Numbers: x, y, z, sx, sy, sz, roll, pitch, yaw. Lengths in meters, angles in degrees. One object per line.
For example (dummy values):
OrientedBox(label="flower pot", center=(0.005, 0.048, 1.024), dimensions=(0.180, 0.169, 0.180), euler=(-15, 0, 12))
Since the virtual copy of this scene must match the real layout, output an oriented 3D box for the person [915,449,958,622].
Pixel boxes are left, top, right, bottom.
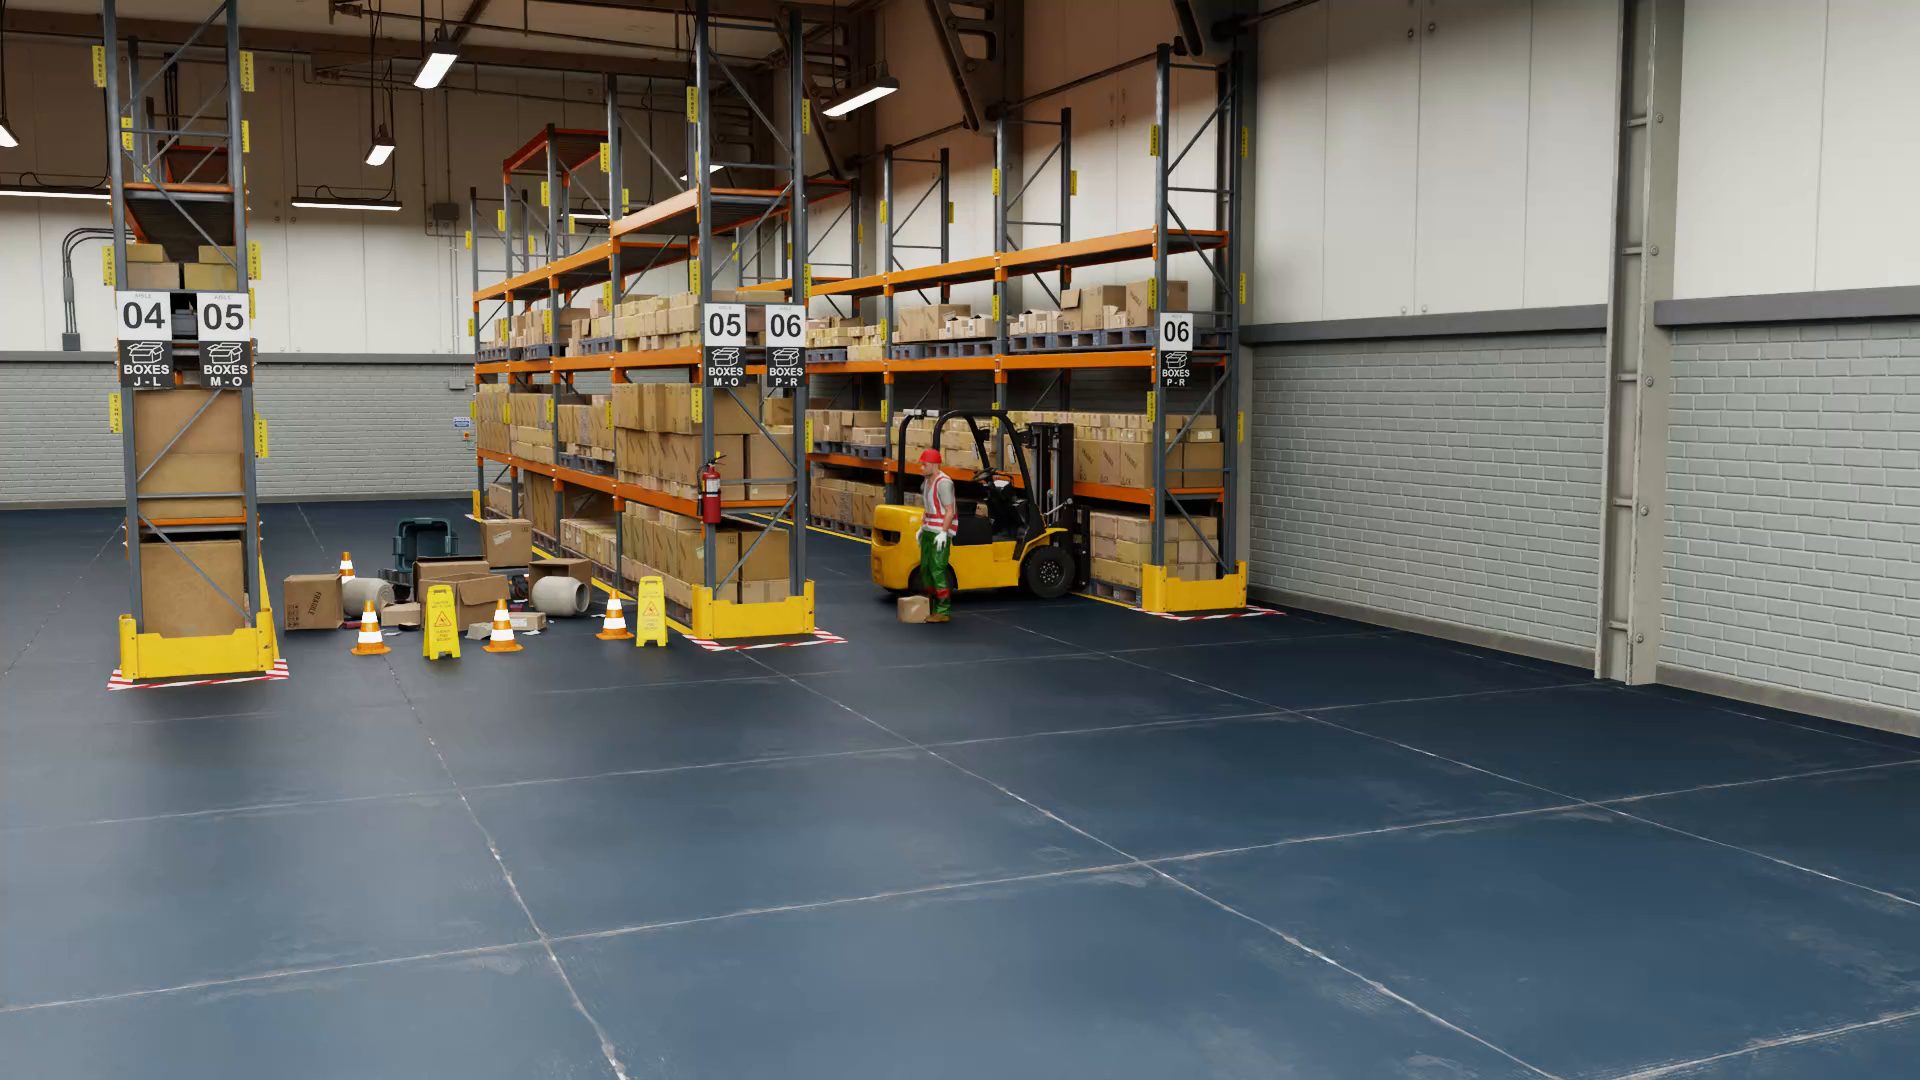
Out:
OrientedBox(label="person", center=(-0.262, -0.051, 17.159), dimensions=(0.441, 1.780, 0.579), euler=(-3, 6, -26))
